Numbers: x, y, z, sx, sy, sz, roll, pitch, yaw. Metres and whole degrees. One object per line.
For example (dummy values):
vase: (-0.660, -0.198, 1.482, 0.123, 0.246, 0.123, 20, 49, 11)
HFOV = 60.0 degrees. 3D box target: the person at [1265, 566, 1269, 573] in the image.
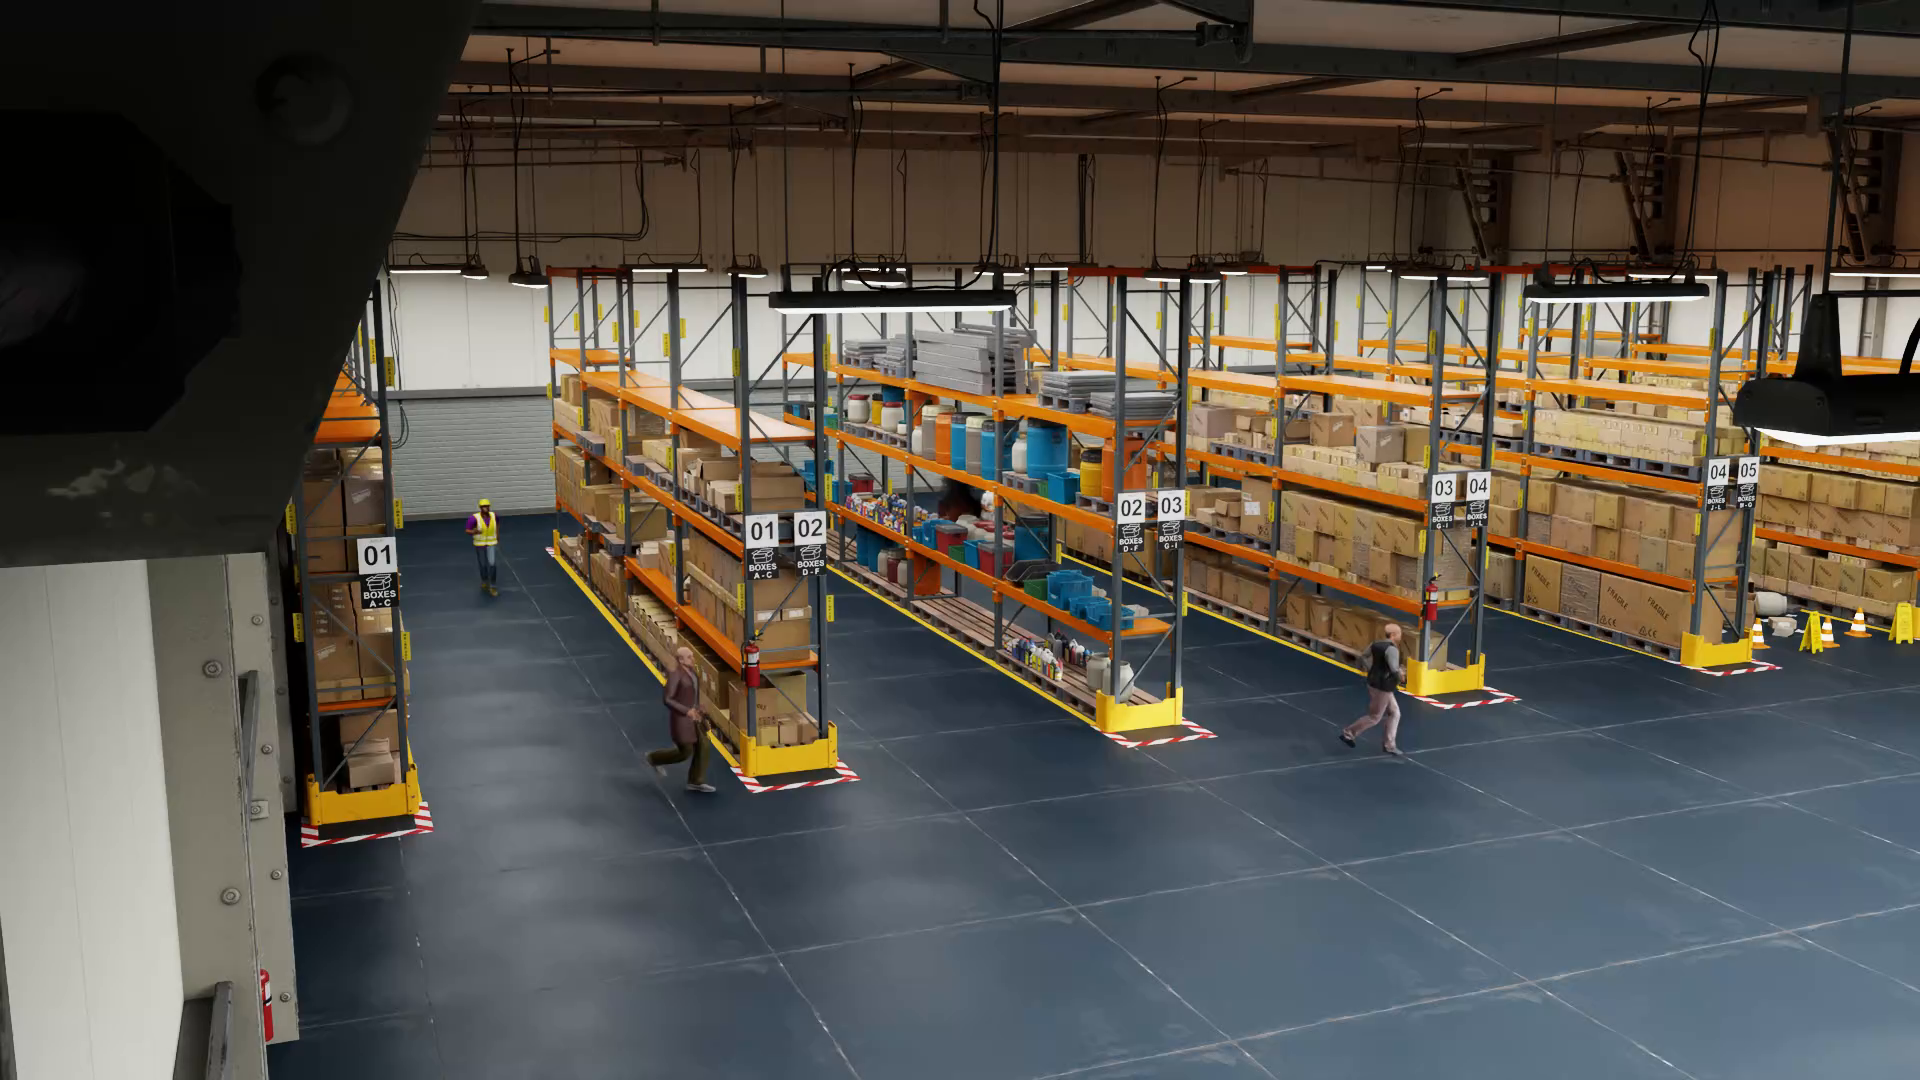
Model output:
person: (6.122, 0.012, 31.986, 0.627, 1.600, 0.588, -2, 10, -9)

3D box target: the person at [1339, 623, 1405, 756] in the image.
person: (5.220, 1.892, 20.939, 0.815, 1.709, 0.617, 0, 10, 1)

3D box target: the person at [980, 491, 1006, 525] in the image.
person: (0.596, -0.405, 33.037, 0.595, 1.672, 0.871, -7, 12, -34)

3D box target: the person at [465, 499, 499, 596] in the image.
person: (-8.830, 0.137, 30.852, 0.651, 1.835, 0.772, -4, 11, -22)

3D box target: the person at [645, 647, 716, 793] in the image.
person: (-3.297, 2.108, 19.613, 0.885, 1.747, 0.720, 4, 11, 20)
